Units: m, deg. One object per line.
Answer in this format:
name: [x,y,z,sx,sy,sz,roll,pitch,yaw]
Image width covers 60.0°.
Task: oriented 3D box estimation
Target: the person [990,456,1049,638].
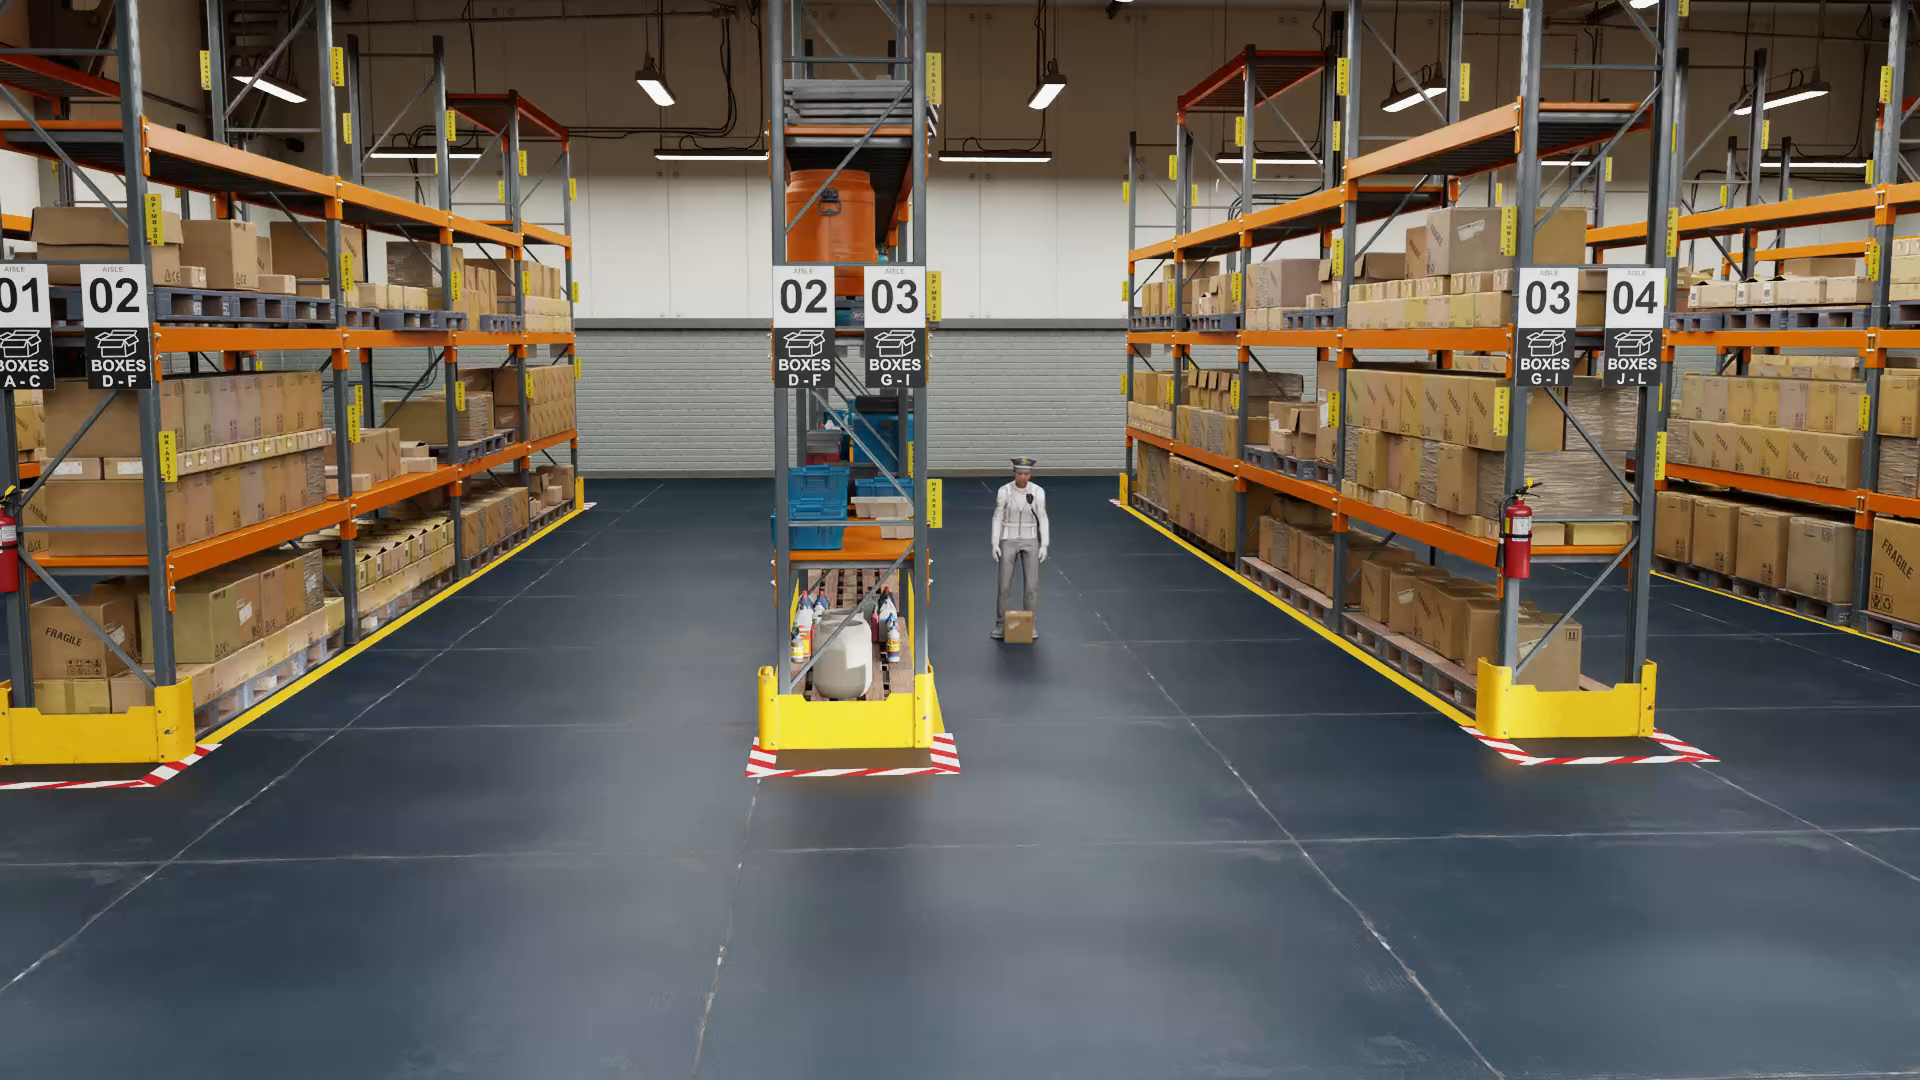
person: [0.549,0.061,15.244,0.535,1.662,0.374,0,7,2]
